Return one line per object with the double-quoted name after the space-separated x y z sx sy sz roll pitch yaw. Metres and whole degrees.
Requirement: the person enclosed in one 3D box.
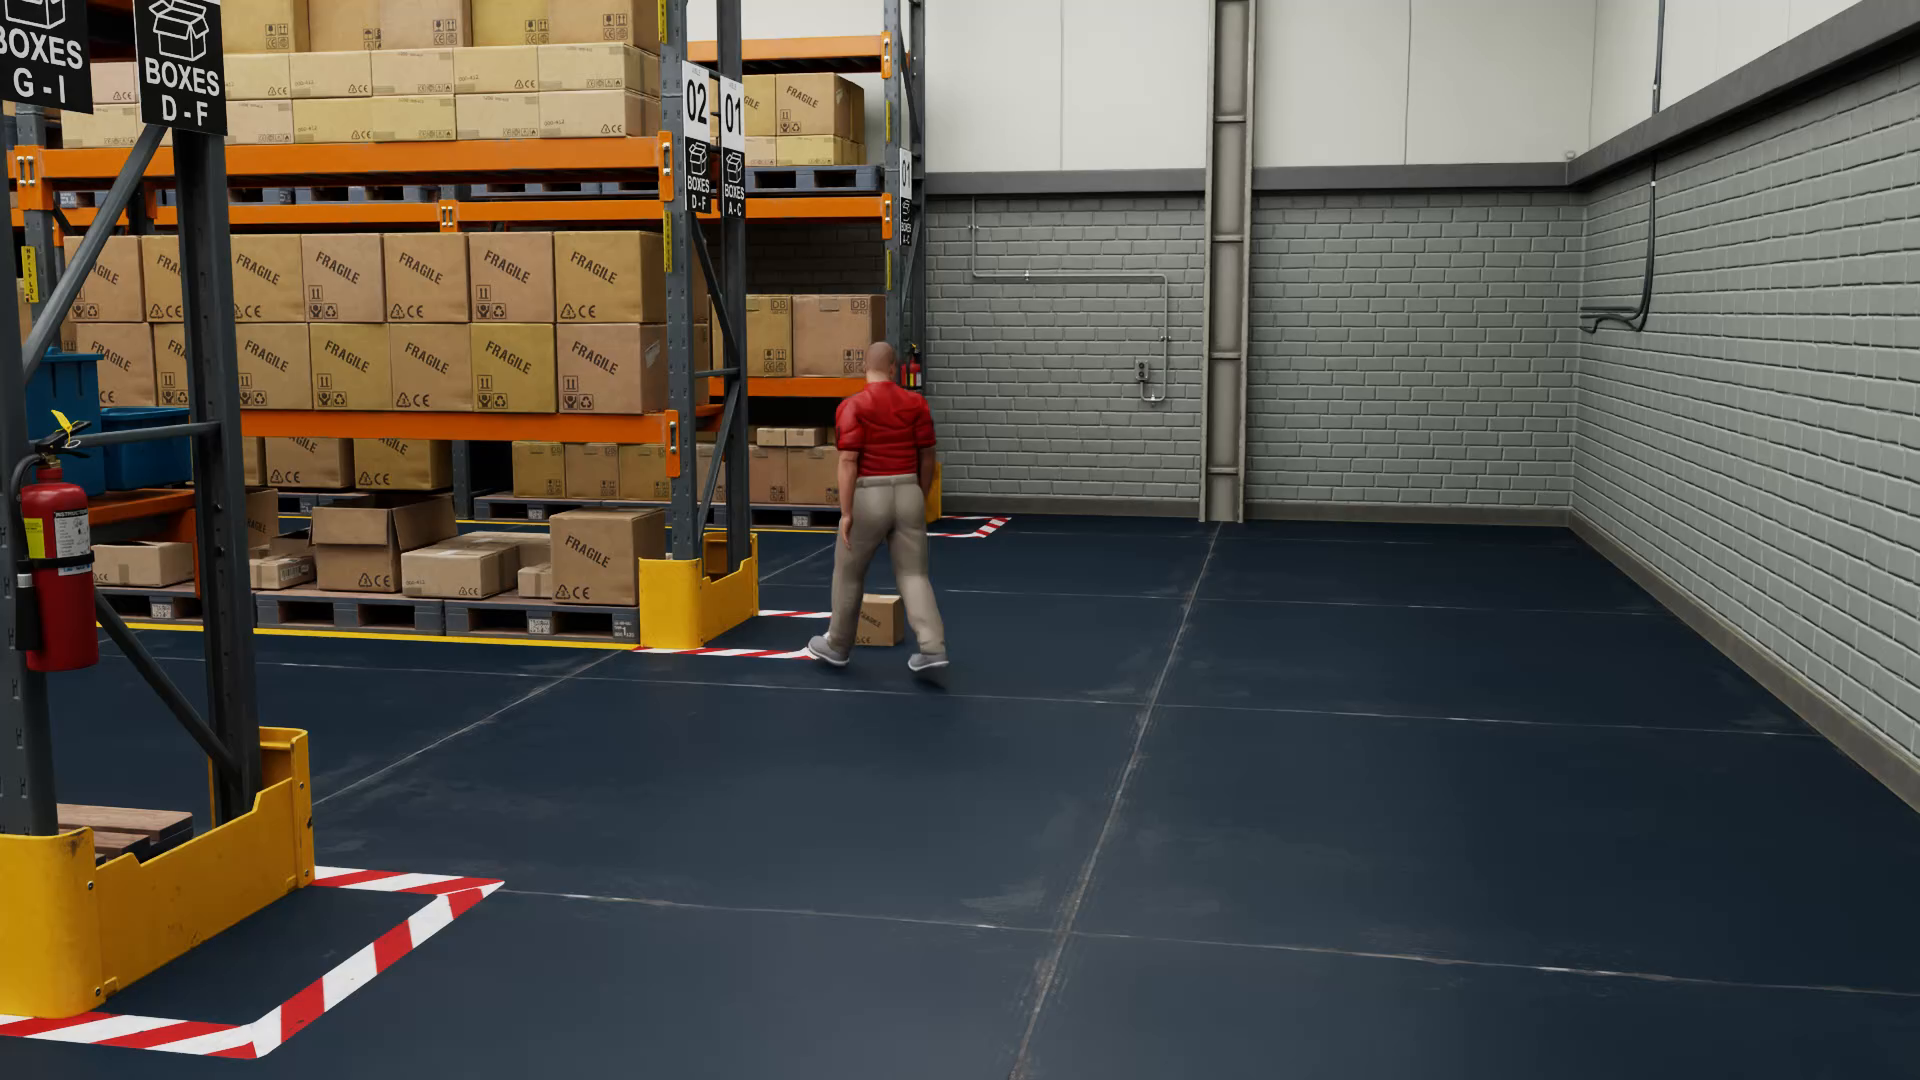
-0.372 -0.190 8.485 0.558 1.631 0.711 -3 9 -23 "person"
